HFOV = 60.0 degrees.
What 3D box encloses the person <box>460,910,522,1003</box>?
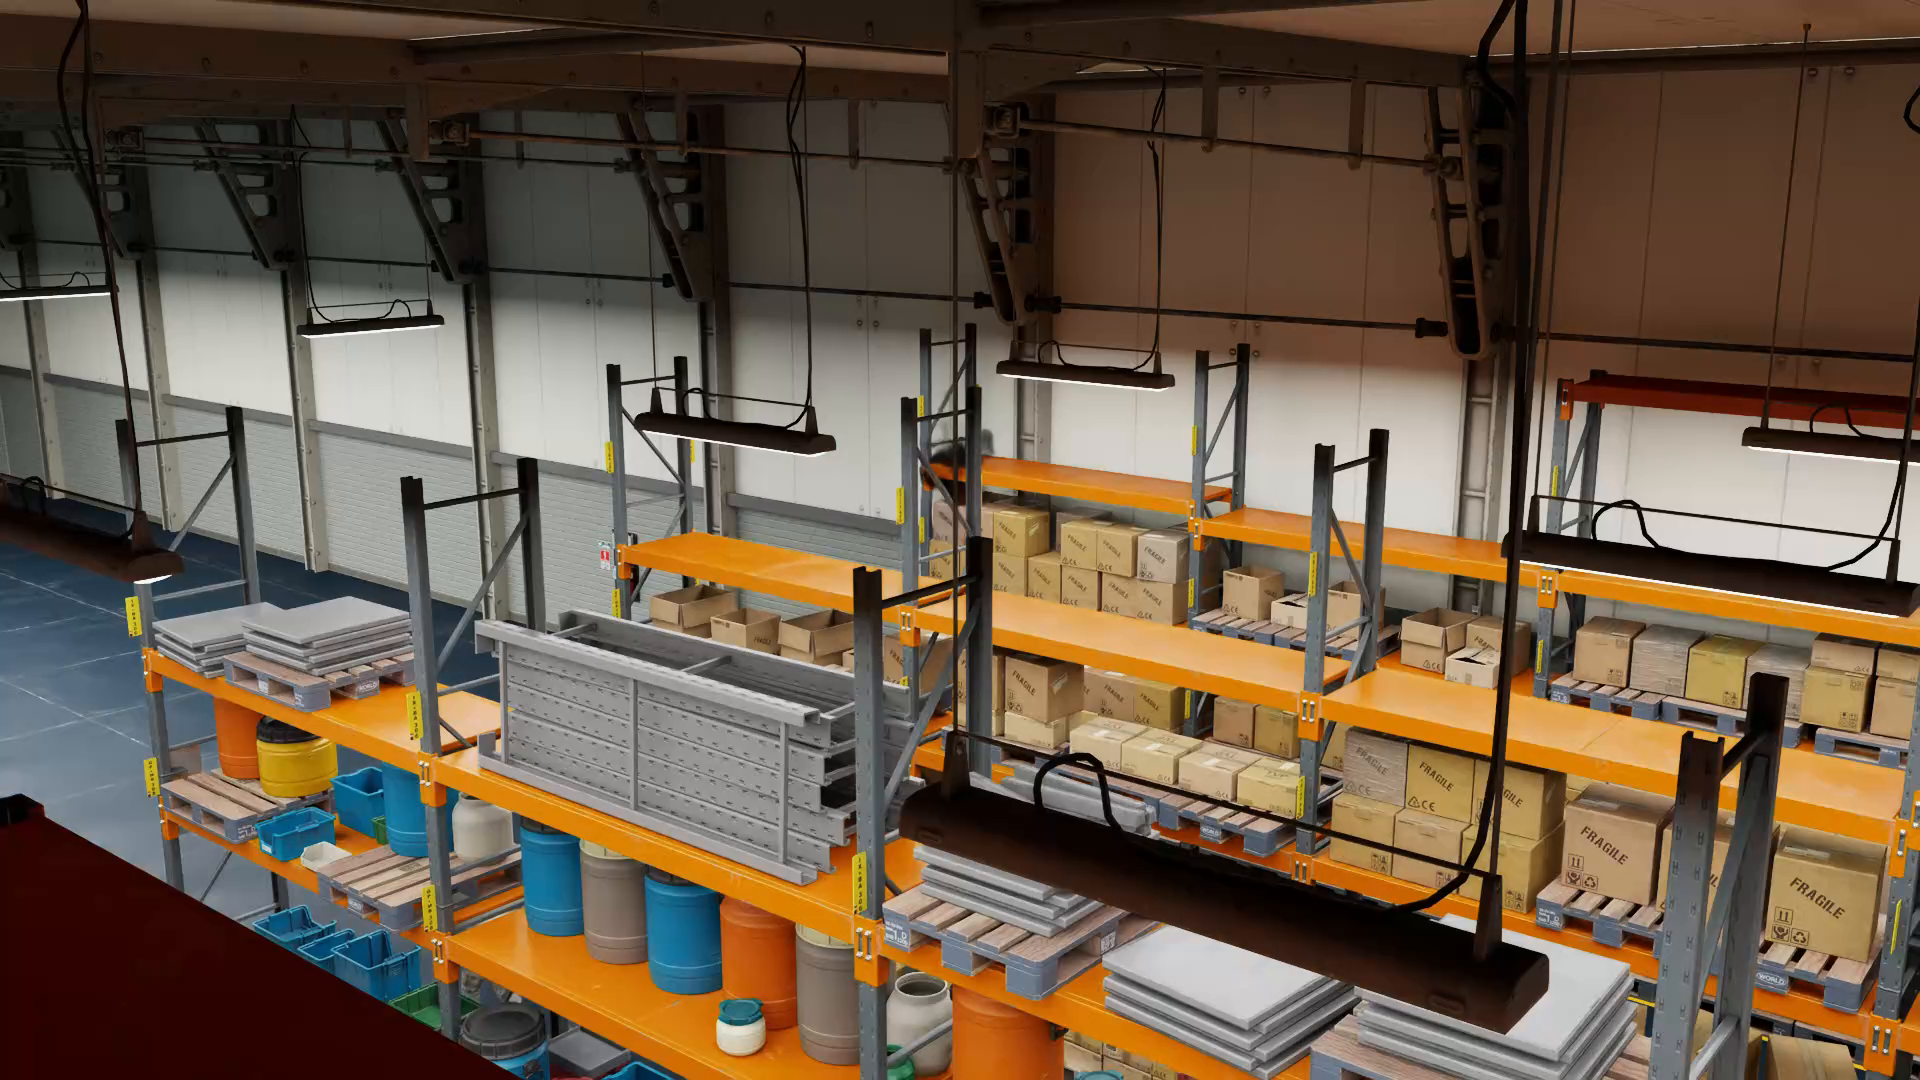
[{"bbox_3d":[-4.336,3.794,15.231,0.931,1.776,0.683,6,14,25],"label":"person"}]
